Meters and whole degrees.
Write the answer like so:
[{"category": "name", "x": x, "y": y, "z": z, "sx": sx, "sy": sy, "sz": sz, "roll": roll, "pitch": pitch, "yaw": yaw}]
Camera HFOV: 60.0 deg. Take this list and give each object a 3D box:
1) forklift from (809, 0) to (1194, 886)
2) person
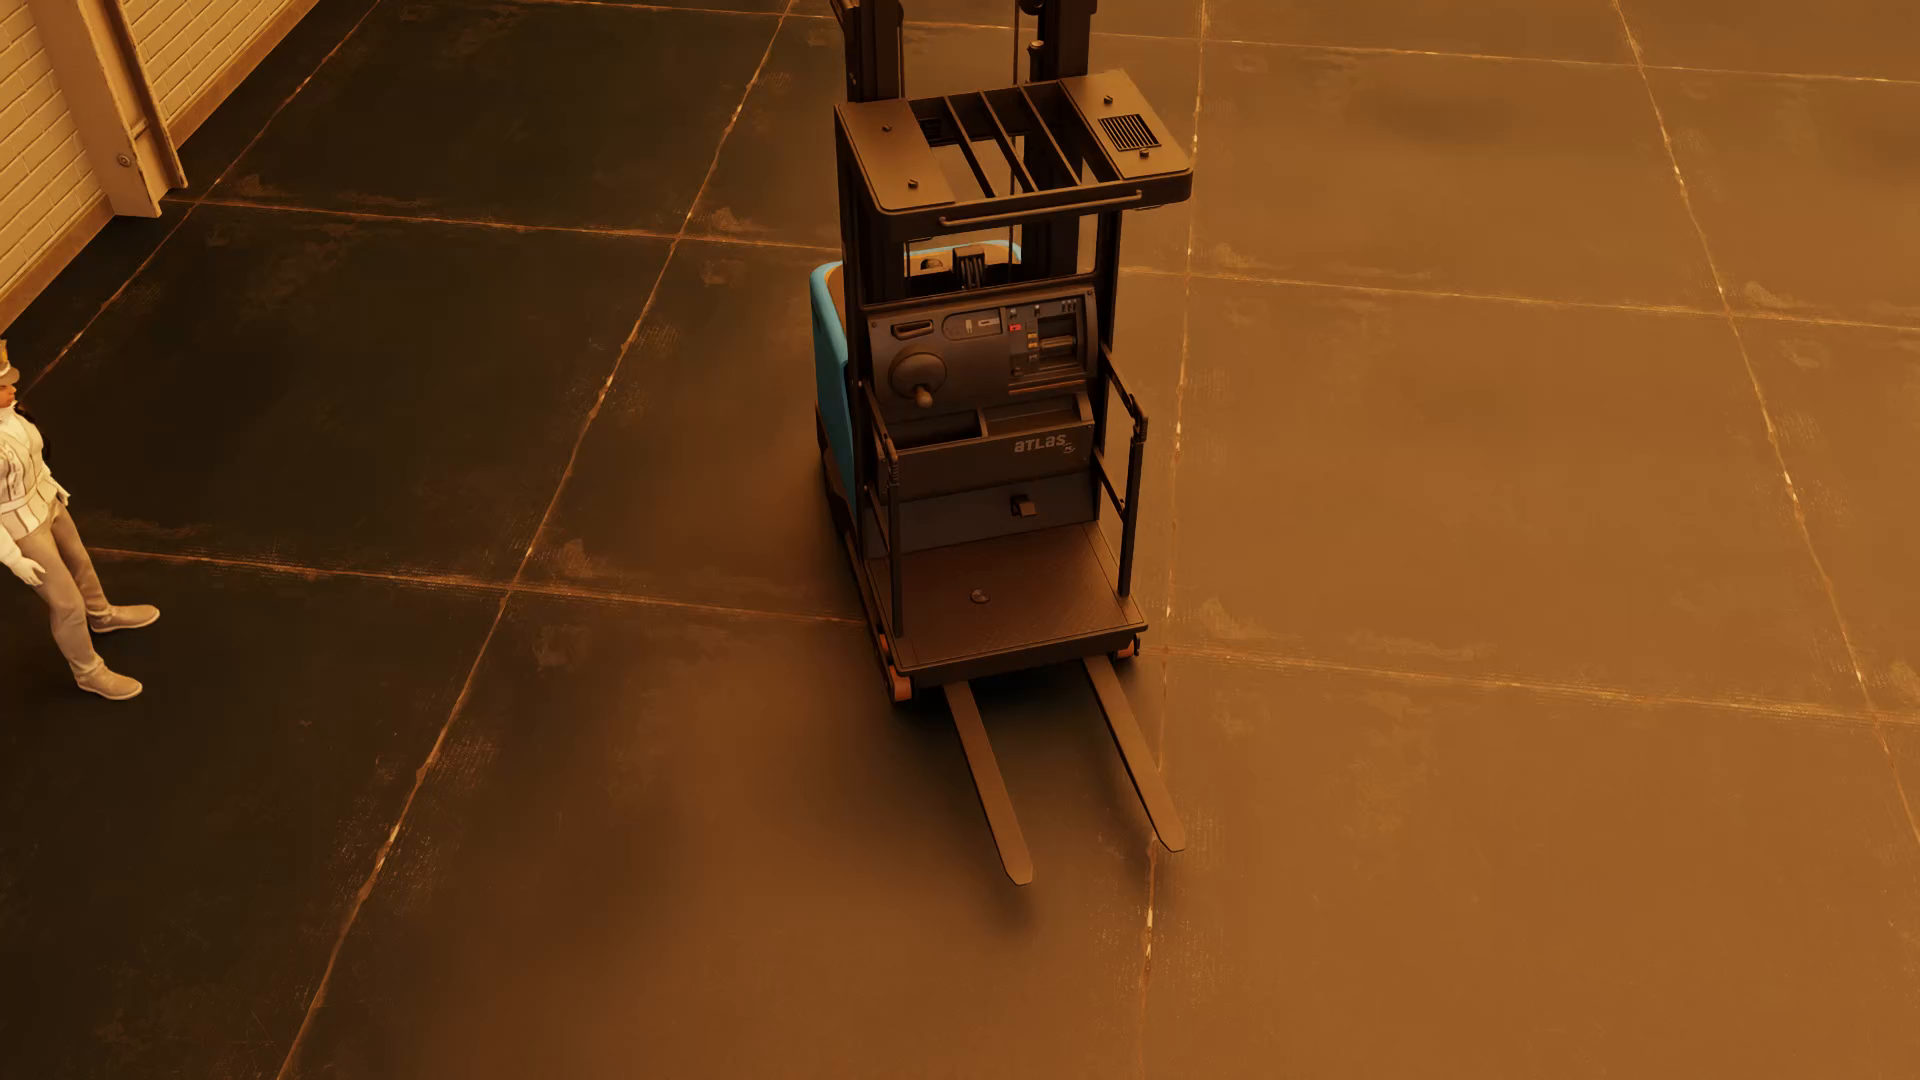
[{"category": "forklift", "x": 0.153, "y": -0.681, "z": 6.465, "sx": 1.130, "sy": 2.935, "sz": 3.031, "roll": -10, "pitch": 44, "yaw": -11}, {"category": "person", "x": -3.754, "y": -0.079, "z": 6.751, "sx": 0.393, "sy": 1.667, "sz": 0.610, "roll": -6, "pitch": 43, "yaw": -6}]
